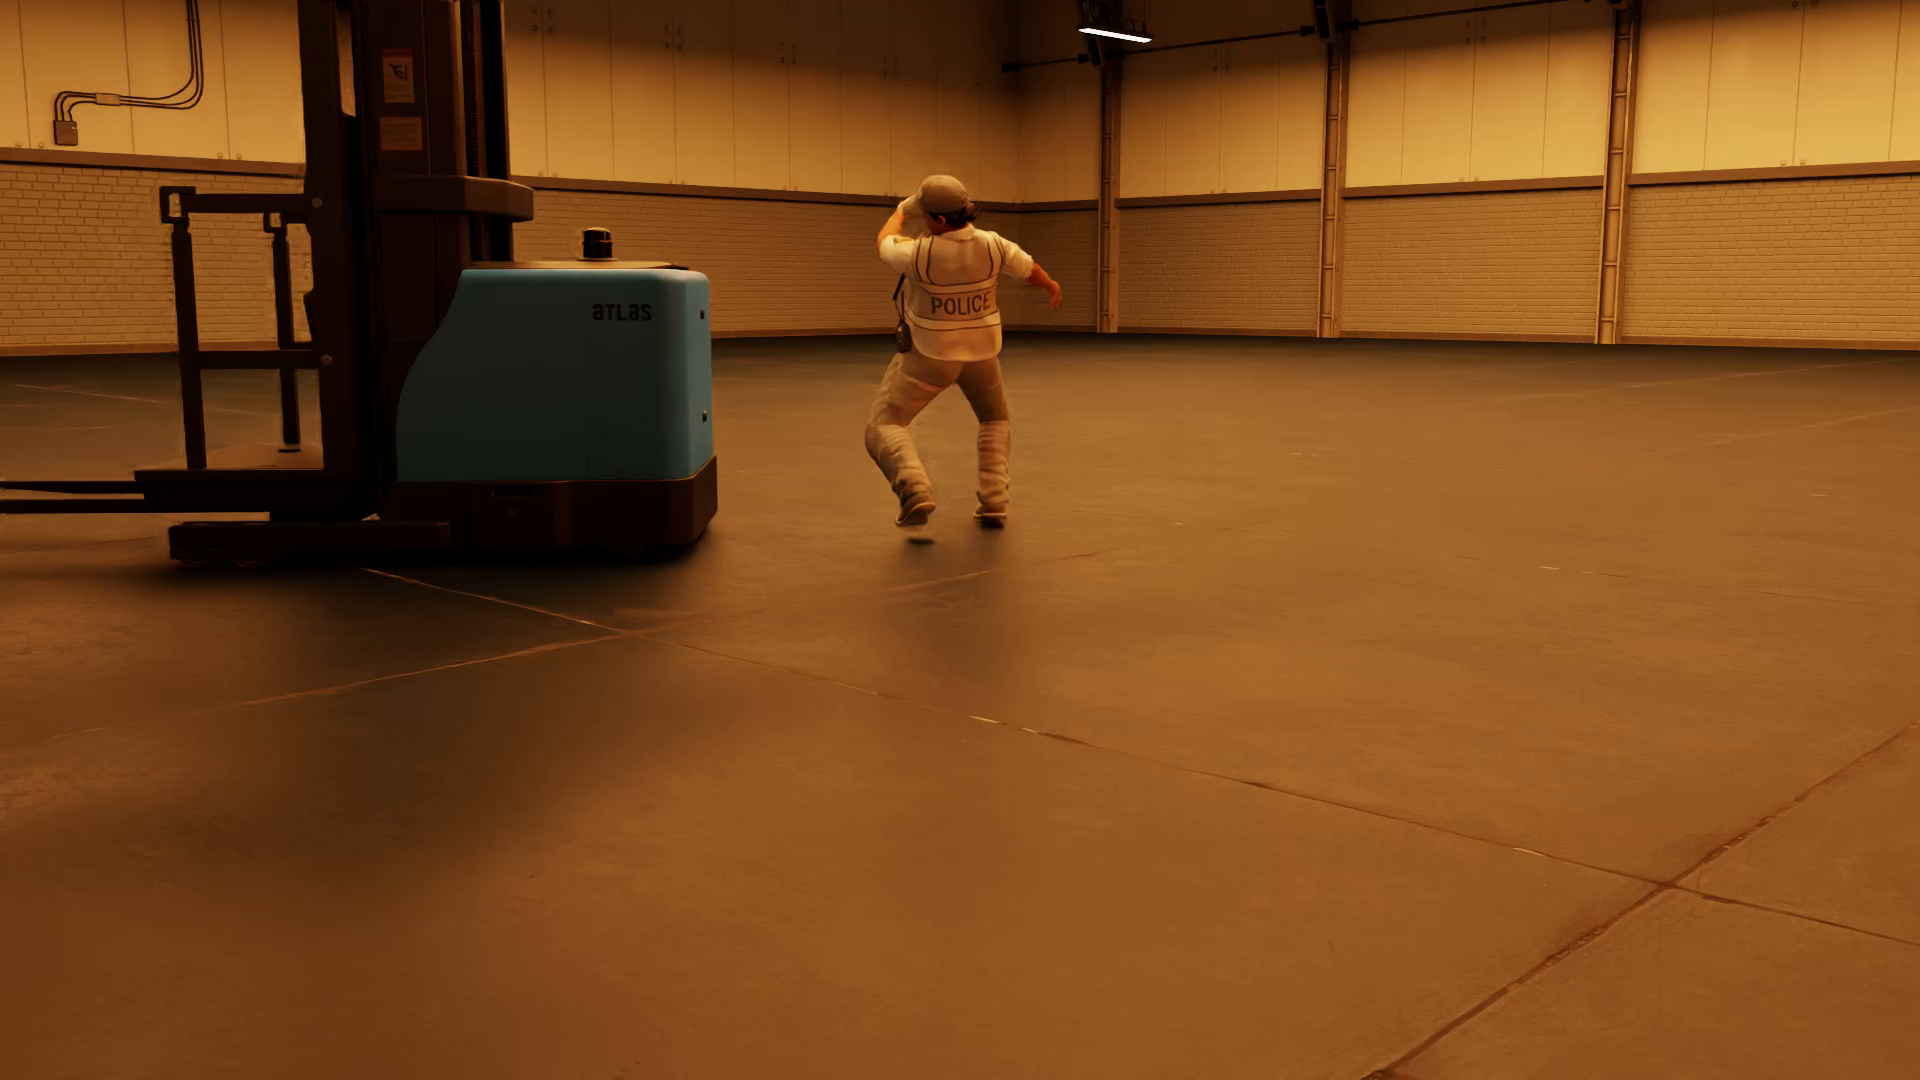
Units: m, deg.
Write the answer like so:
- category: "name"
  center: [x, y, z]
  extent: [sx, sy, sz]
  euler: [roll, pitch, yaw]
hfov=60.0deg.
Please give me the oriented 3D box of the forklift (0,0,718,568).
- category: "forklift"
  center: [-2.523, -1.429, 6.361]
  extent: [3.031, 2.935, 1.130]
  euler: [0, 9, -3]

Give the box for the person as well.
- category: "person"
  center: [0.045, -0.788, 7.039]
  extent: [0.975, 1.441, 0.724]
  euler: [-5, 10, -31]
